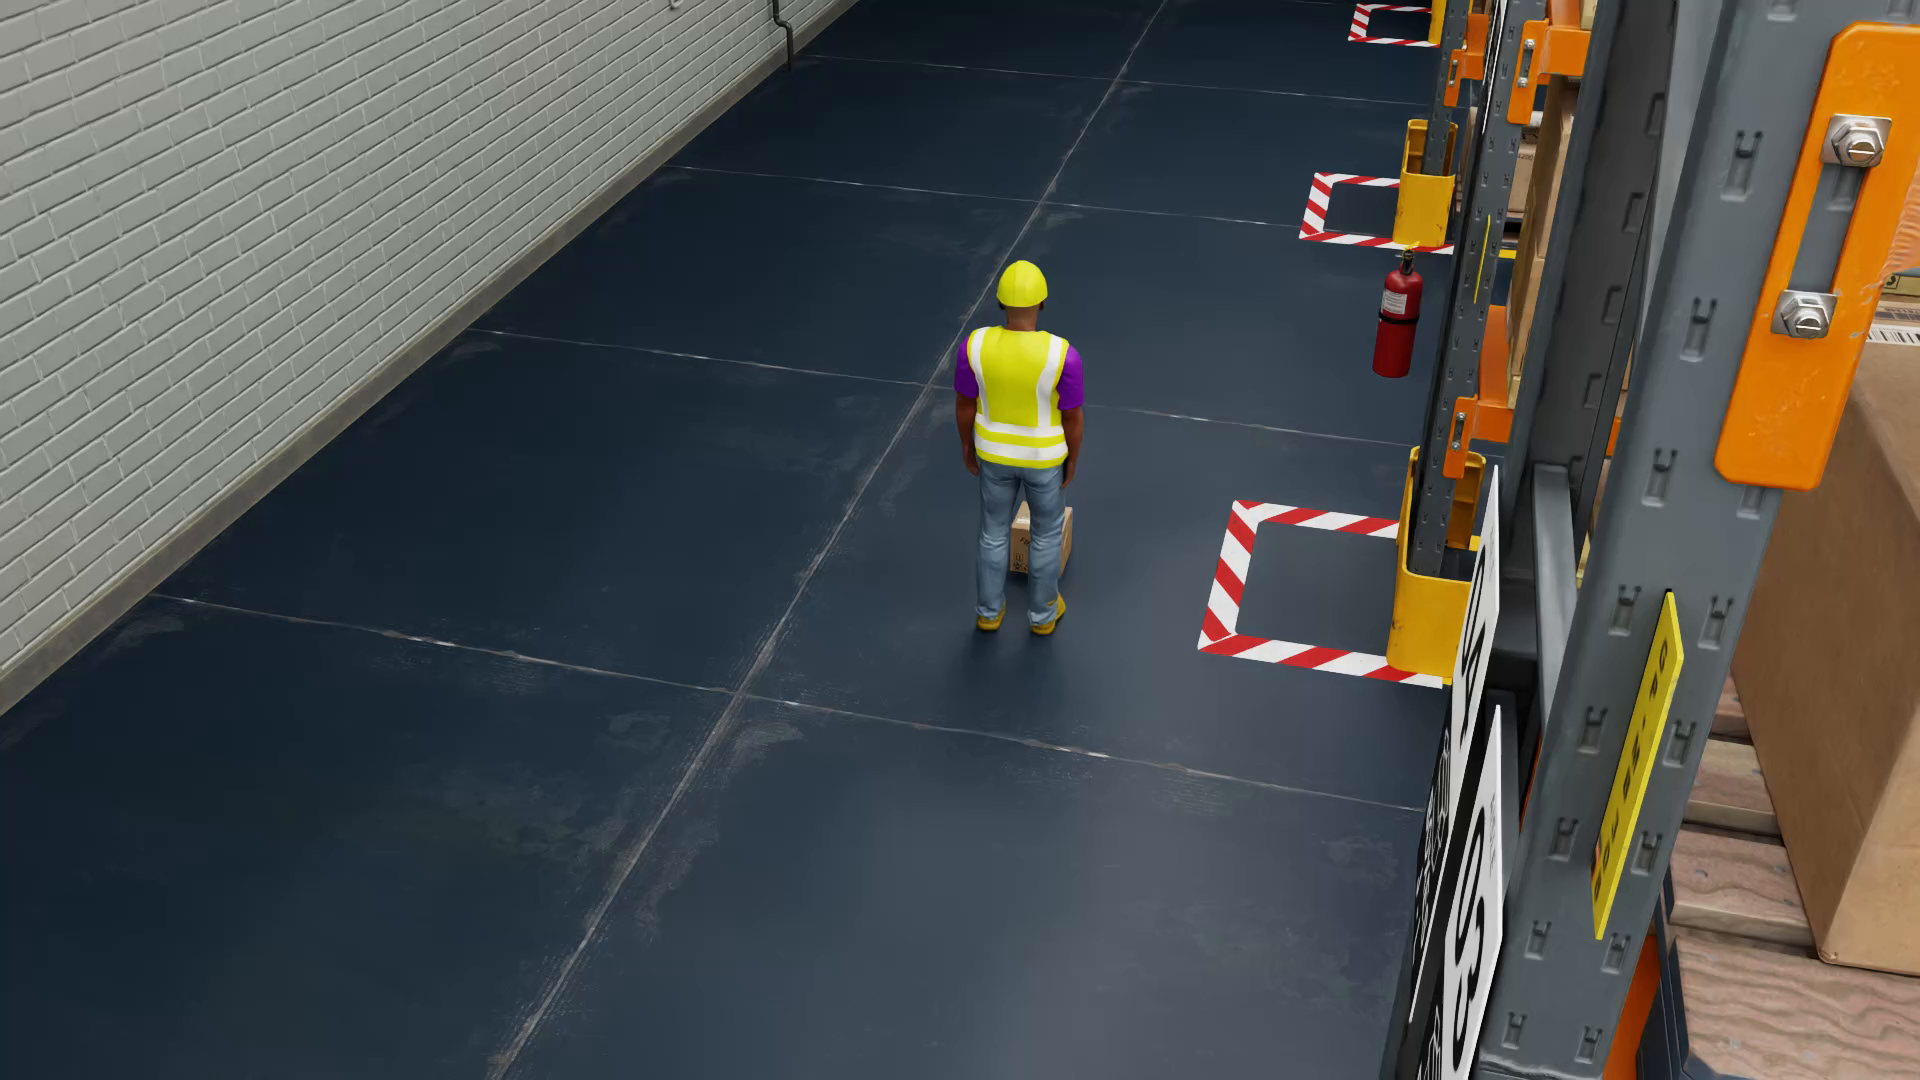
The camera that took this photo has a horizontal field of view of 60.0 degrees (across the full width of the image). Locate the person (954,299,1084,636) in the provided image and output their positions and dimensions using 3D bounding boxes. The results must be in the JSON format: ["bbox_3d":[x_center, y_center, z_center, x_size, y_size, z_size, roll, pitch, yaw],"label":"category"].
[{"bbox_3d":[0.262,-0.365,7.243,0.562,1.748,0.365,9,34,14],"label":"person"}]
